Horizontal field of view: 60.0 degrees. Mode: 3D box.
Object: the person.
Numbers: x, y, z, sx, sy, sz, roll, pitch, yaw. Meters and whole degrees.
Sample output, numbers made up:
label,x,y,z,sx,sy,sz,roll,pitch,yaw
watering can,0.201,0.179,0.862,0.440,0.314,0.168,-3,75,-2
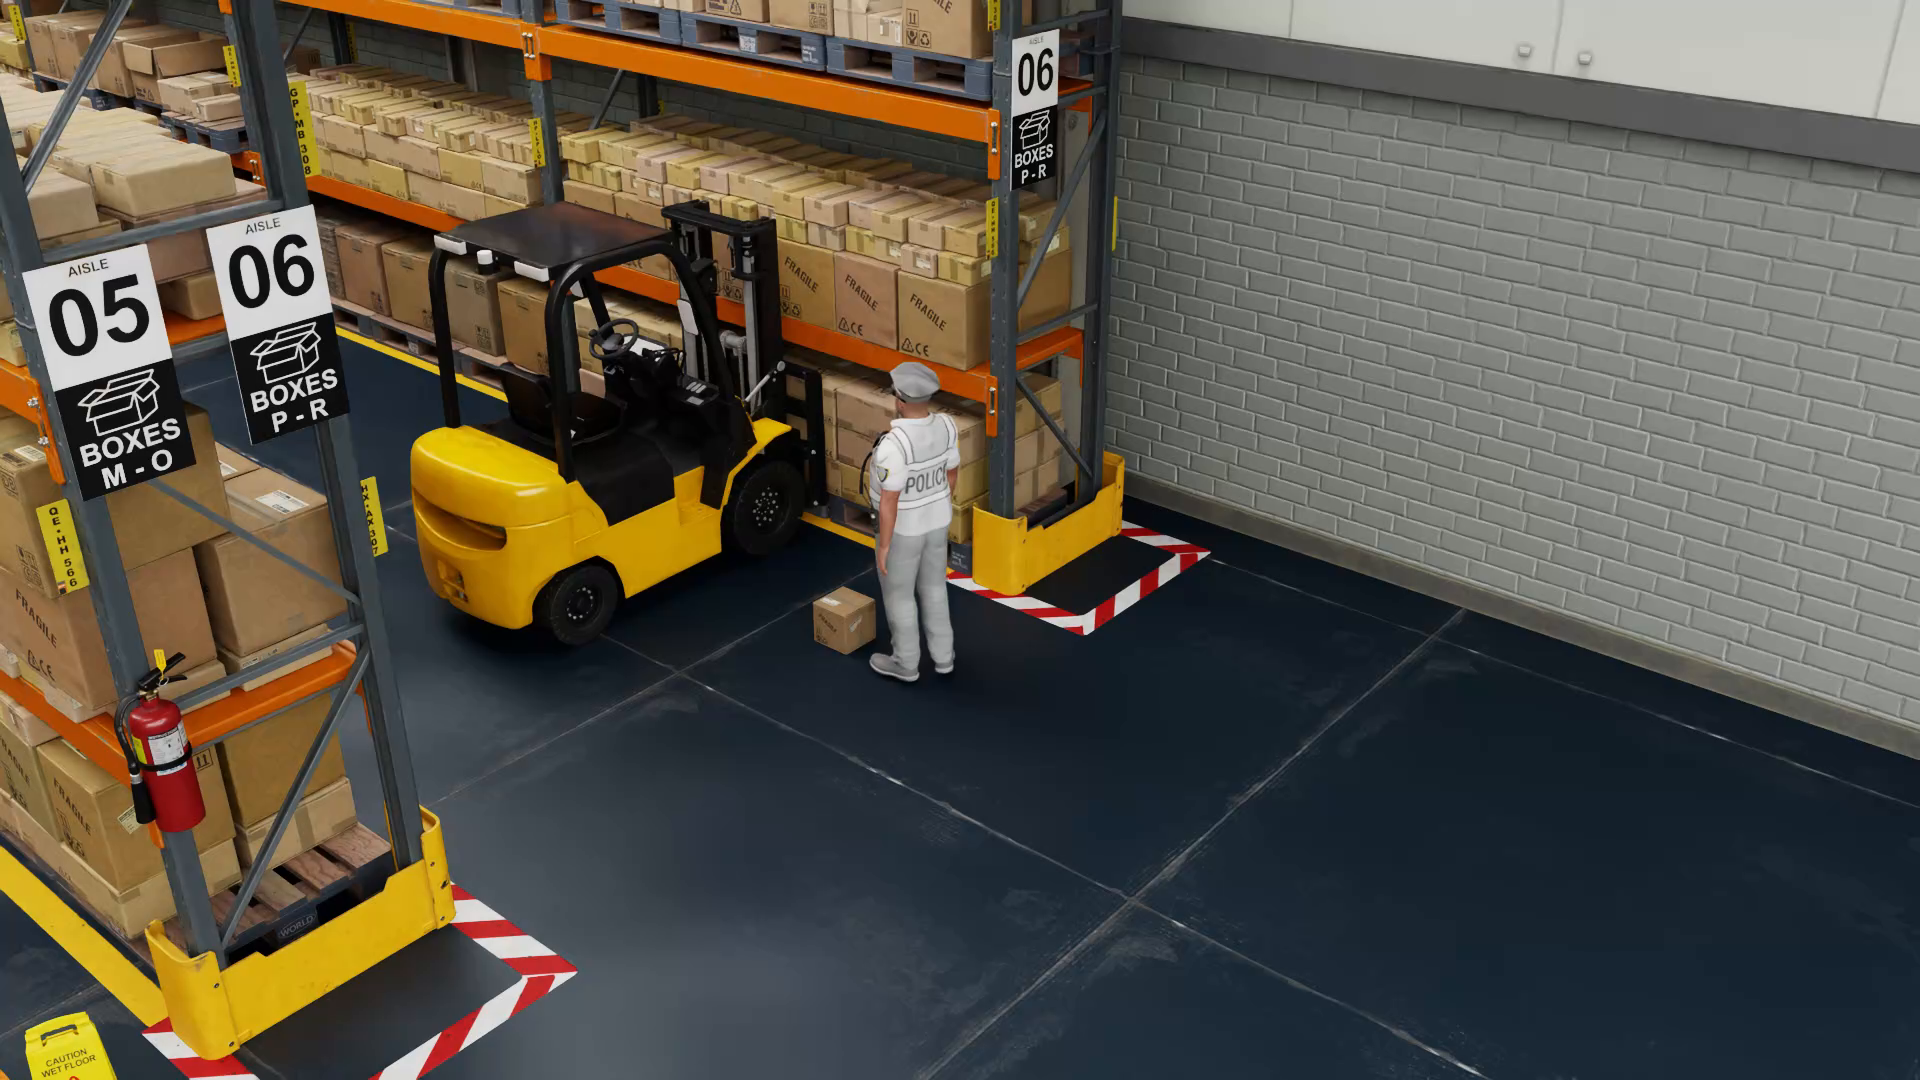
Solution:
label,x,y,z,sx,sy,sz,roll,pitch,yaw
person,-0.249,-0.090,8.726,0.564,1.778,0.419,-23,35,-37
